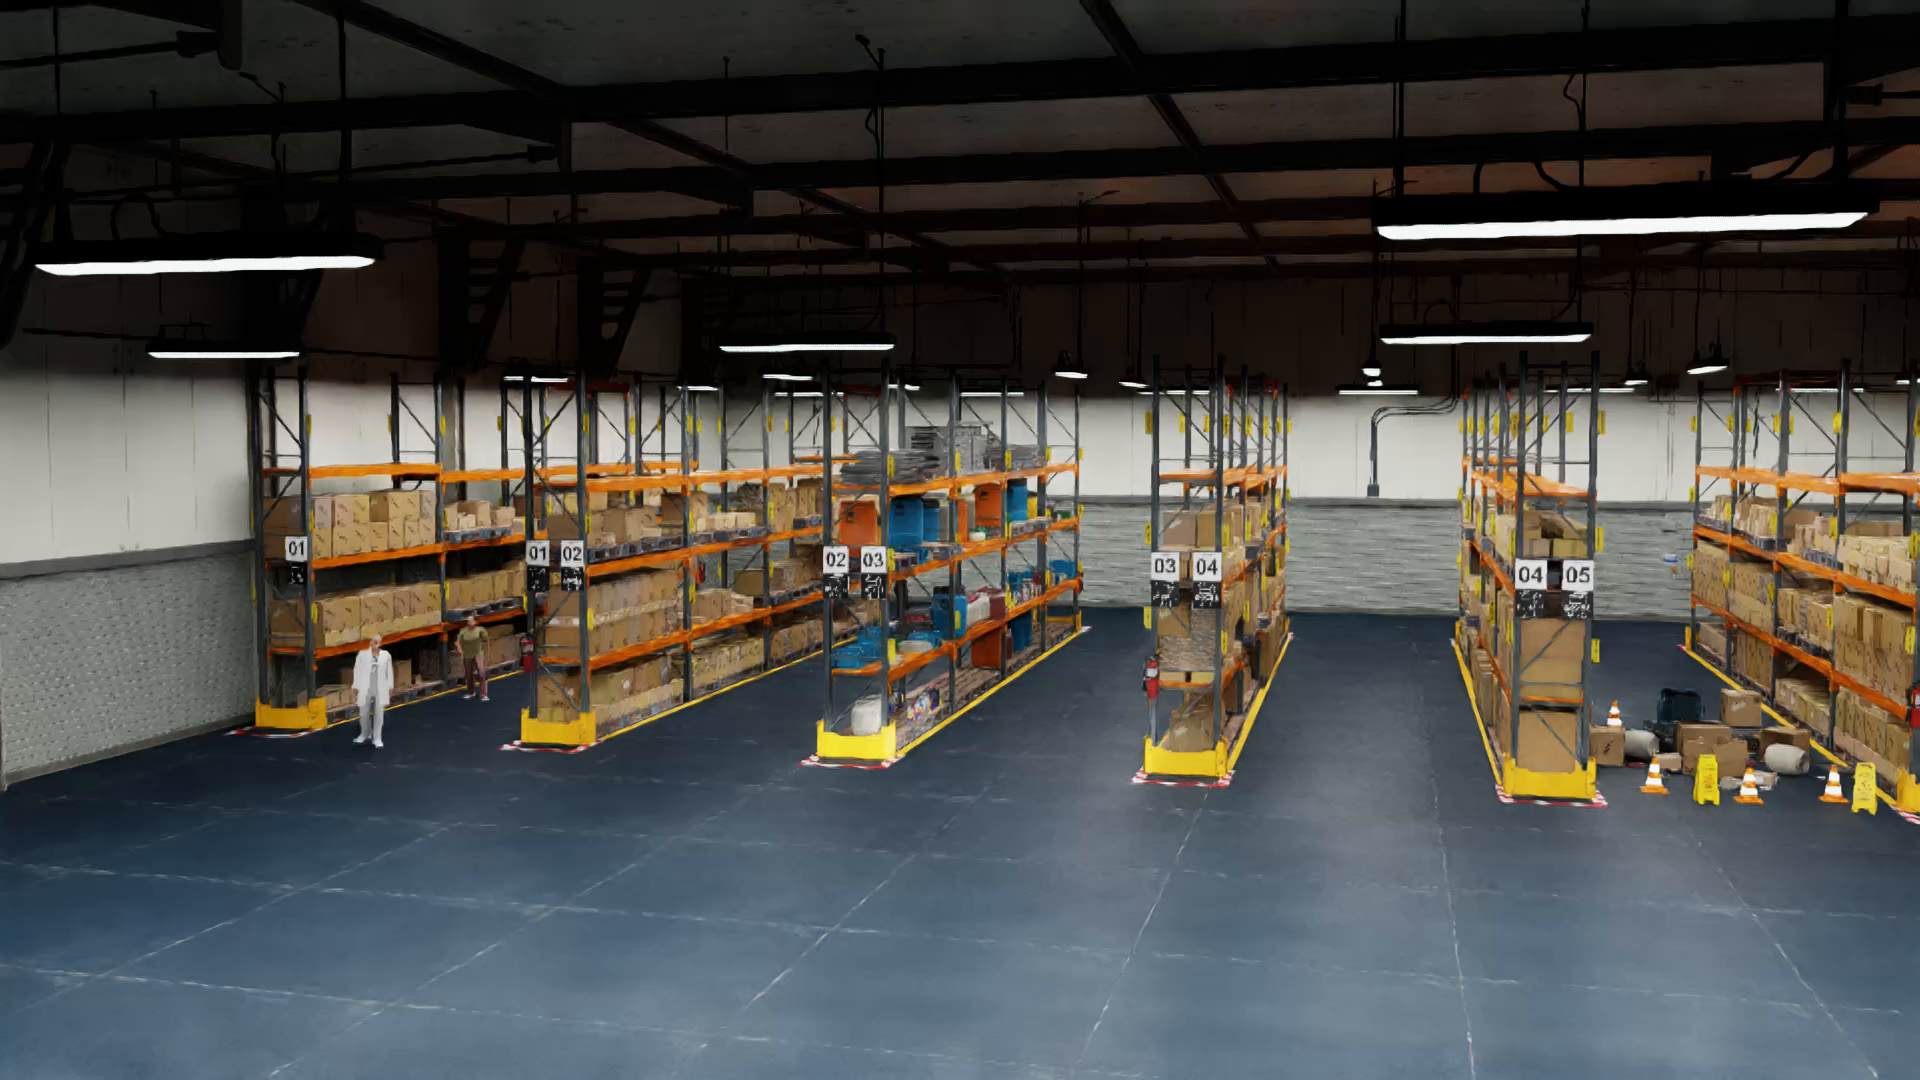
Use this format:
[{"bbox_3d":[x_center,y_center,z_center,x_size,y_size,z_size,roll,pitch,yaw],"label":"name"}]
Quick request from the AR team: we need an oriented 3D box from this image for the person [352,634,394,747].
[{"bbox_3d":[-9.177,2.332,25.989,0.615,1.766,0.620,-1,4,-21],"label":"person"}]

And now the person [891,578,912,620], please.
[{"bbox_3d":[-1.456,1.174,42.640,0.582,1.775,0.728,0,4,-7],"label":"person"}]

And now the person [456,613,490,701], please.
[{"bbox_3d":[-8.808,2.109,30.198,0.625,1.607,0.808,0,4,-3],"label":"person"}]
